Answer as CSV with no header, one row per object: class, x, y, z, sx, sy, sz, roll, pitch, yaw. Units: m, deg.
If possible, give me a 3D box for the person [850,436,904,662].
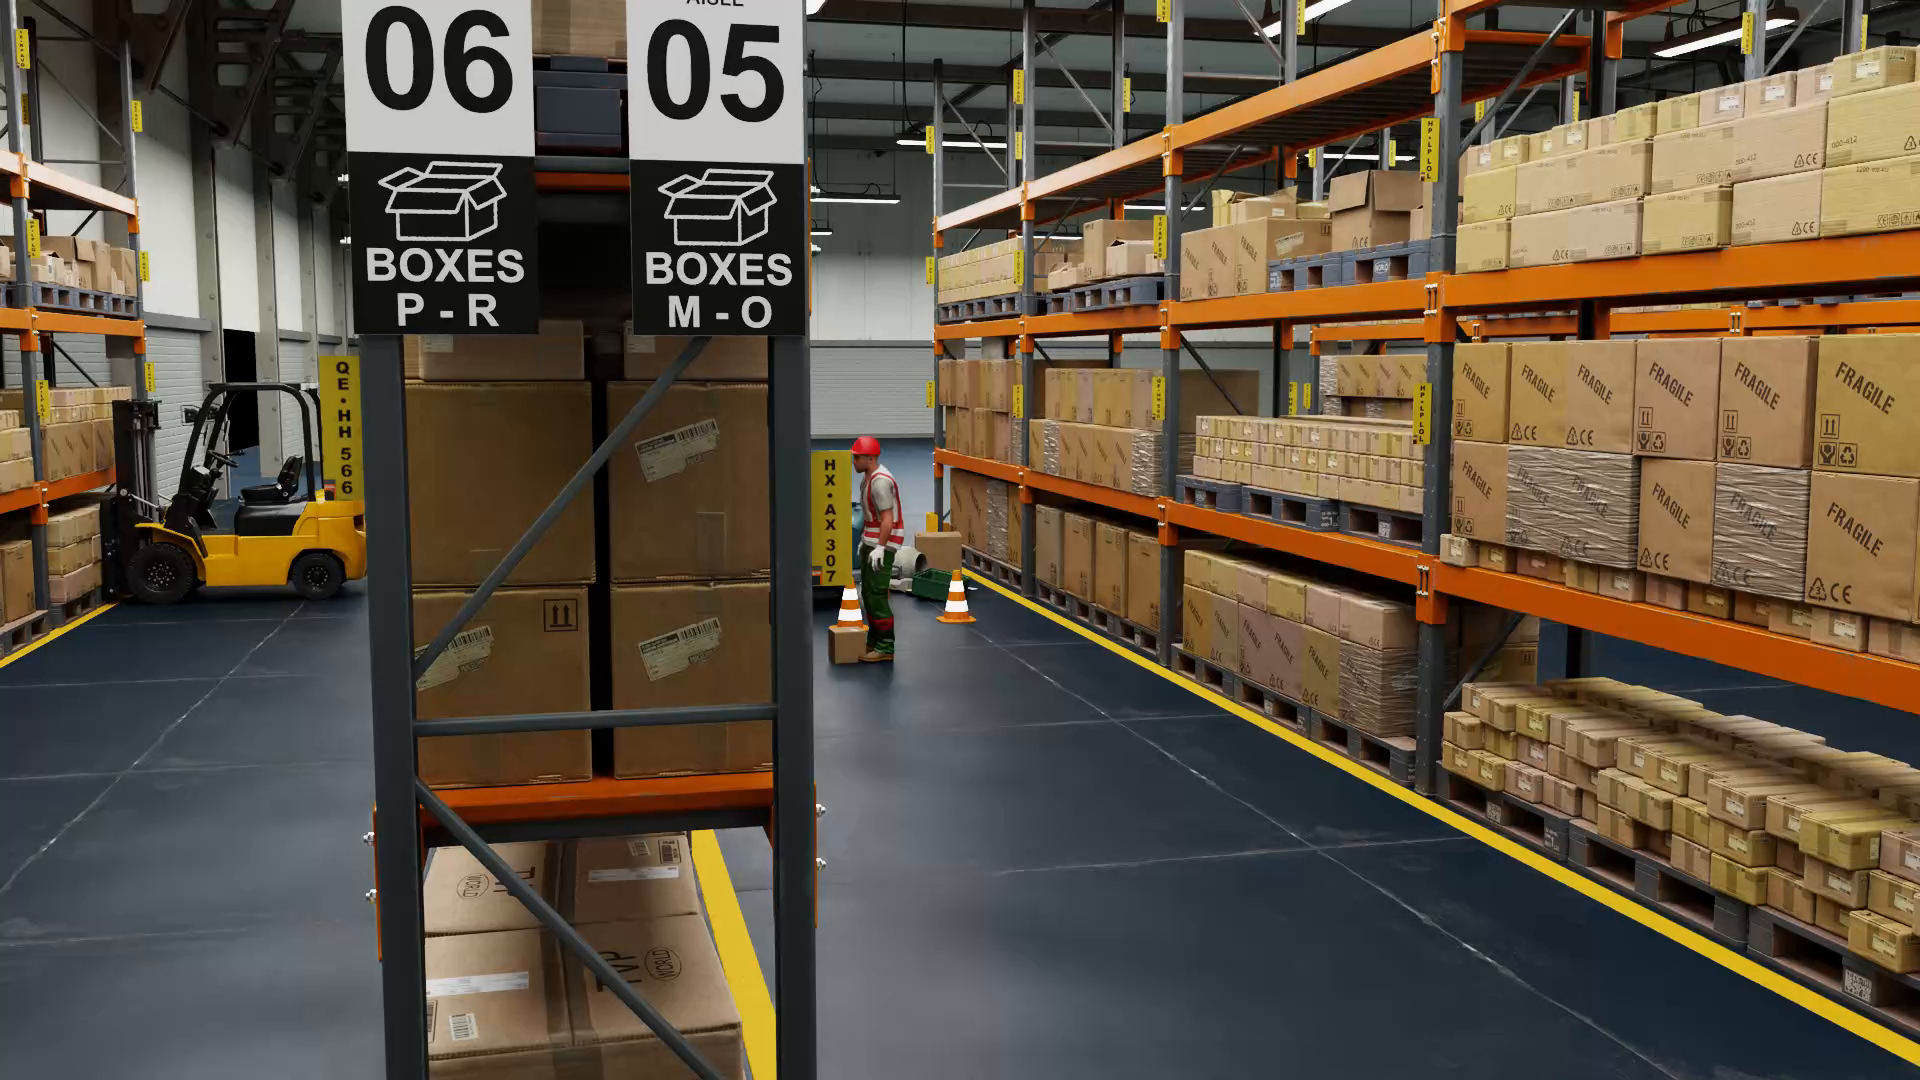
person,-0.683,0.068,13.183,0.454,1.779,0.609,-2,6,-14
